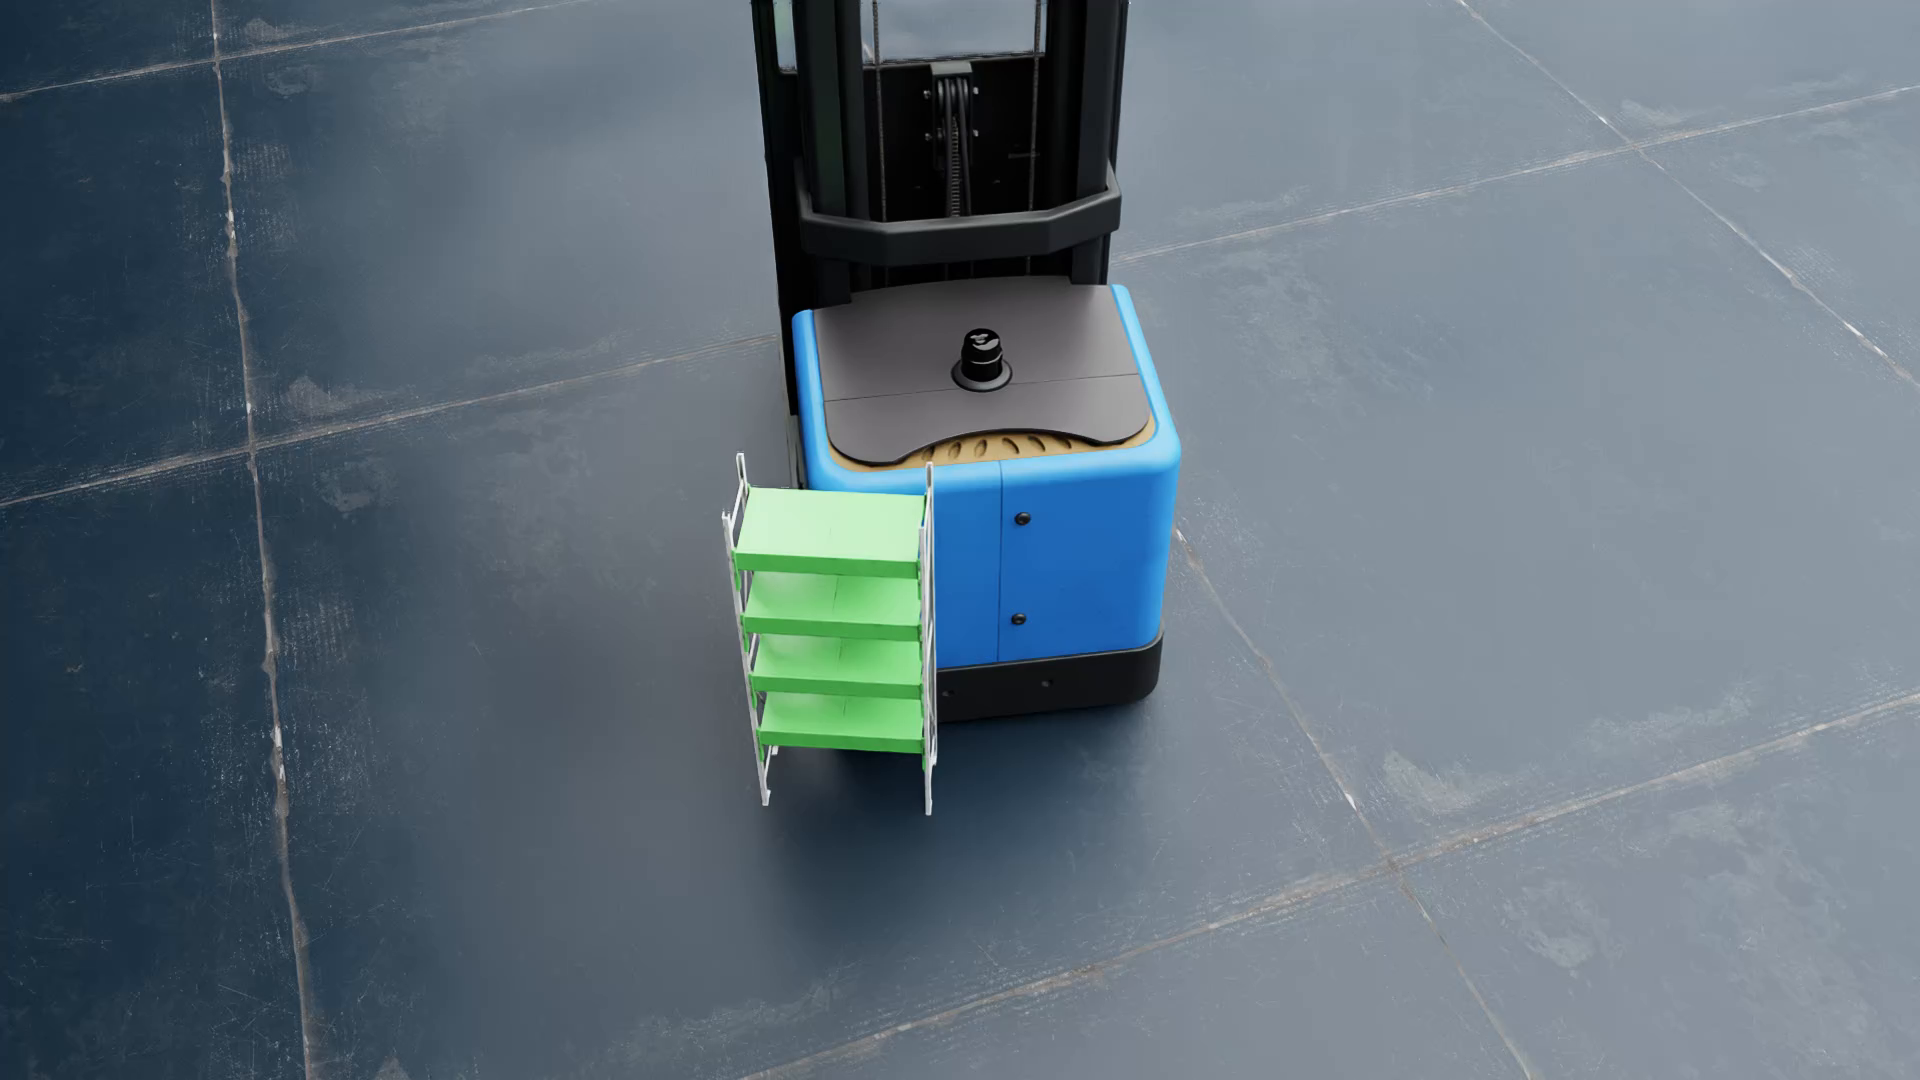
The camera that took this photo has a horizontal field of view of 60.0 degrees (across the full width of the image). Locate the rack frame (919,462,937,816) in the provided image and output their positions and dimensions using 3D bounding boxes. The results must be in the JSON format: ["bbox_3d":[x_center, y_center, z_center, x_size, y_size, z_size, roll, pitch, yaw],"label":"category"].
[{"bbox_3d":[-0.086,0.309,4.595,0.015,1.200,0.240,3,45,3],"label":"rack frame"}]

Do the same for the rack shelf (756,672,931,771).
[{"bbox_3d":[-0.329,0.512,4.822,0.480,0.148,0.258,3,45,3],"label":"rack shelf"}]

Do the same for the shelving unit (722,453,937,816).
[{"bbox_3d":[-0.329,0.297,4.607,0.503,1.200,0.258,3,45,3],"label":"shelving unit"}]

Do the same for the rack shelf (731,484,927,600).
[{"bbox_3d":[-0.329,0.004,4.312,0.480,0.148,0.258,3,45,3],"label":"rack shelf"}]

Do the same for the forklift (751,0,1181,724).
[{"bbox_3d":[-0.091,-1.505,5.180,1.130,2.935,3.031,-6,45,-5],"label":"forklift"}]

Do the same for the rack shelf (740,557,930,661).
[{"bbox_3d":[-0.329,0.173,4.482,0.480,0.148,0.258,3,45,3],"label":"rack shelf"}]

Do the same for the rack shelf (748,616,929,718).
[{"bbox_3d":[-0.329,0.342,4.652,0.480,0.148,0.258,3,45,3],"label":"rack shelf"}]

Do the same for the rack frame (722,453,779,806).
[{"bbox_3d":[-0.573,0.285,4.619,0.015,1.200,0.240,3,45,3],"label":"rack frame"}]
